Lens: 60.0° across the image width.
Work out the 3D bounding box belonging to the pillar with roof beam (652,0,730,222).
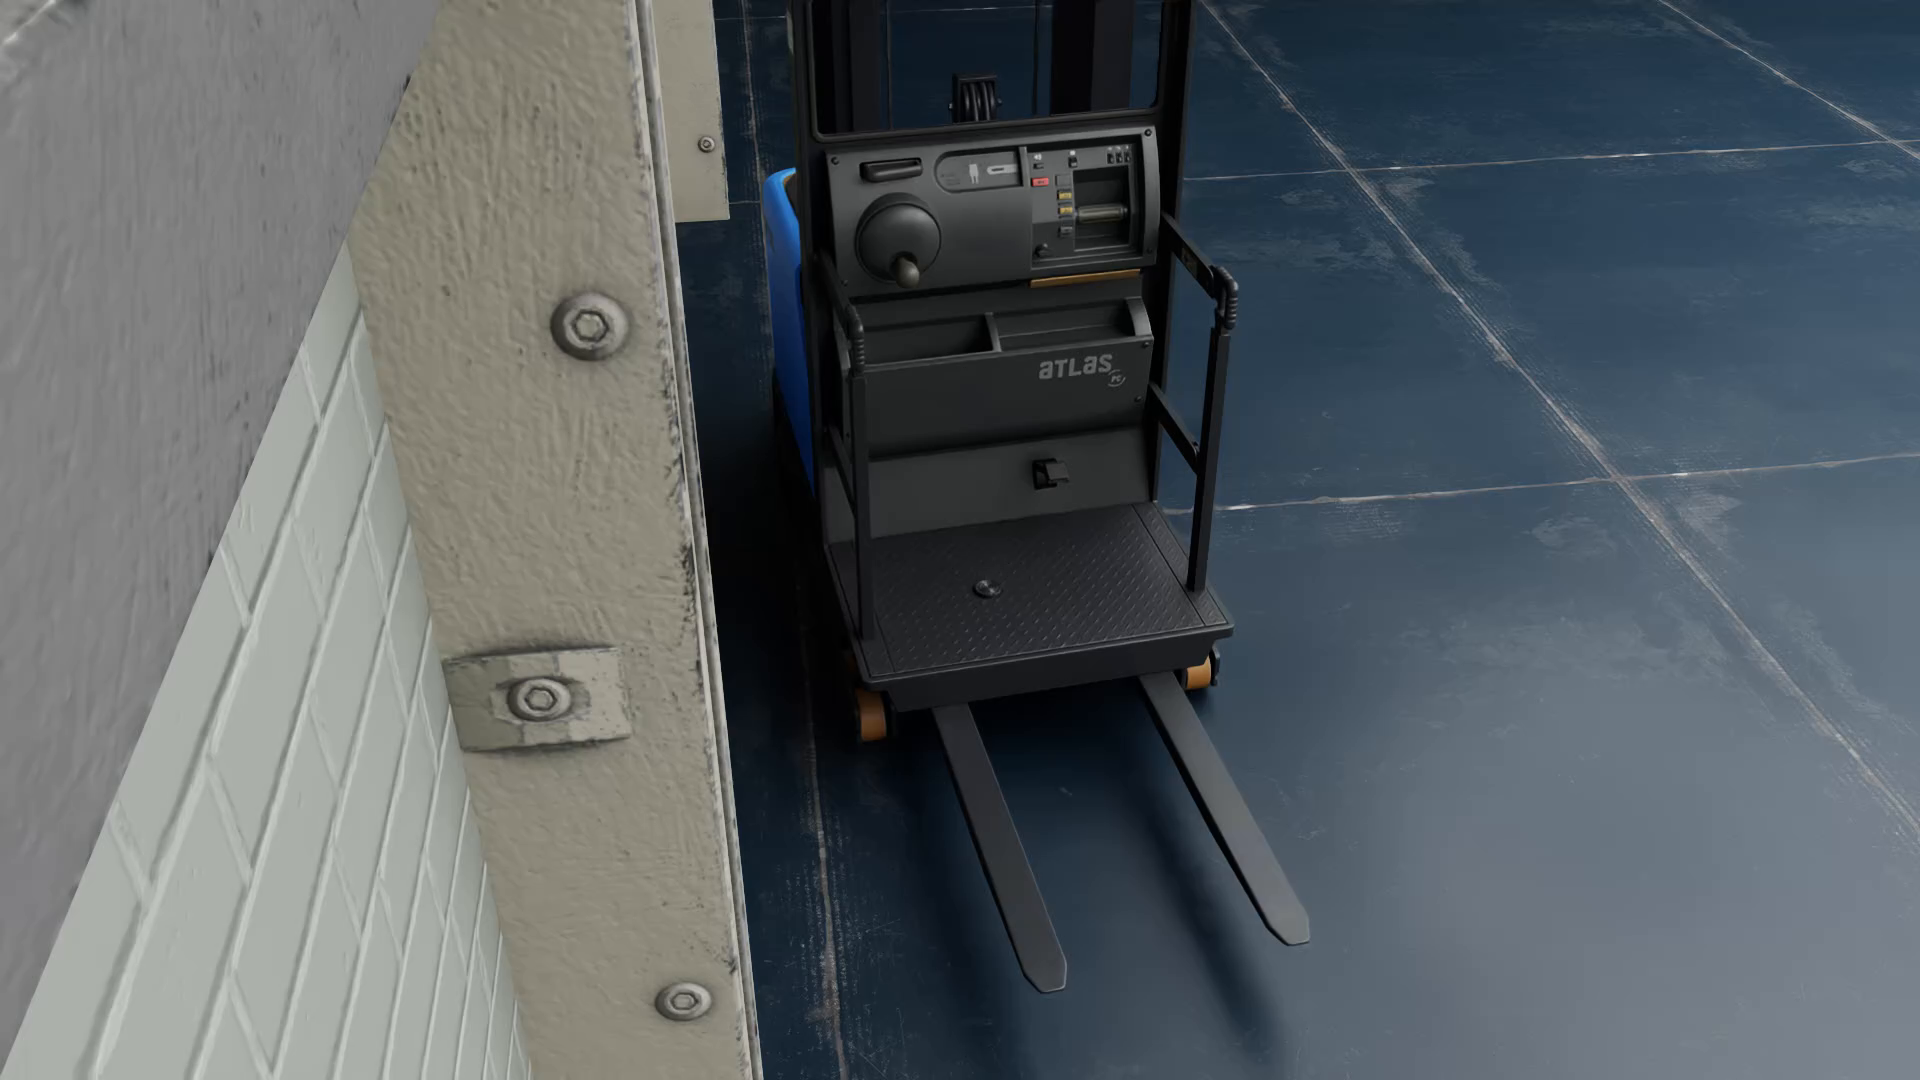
[{"bbox_3d":[2.975,-5.690,6.108,9.100,9.000,0.400,-4,35,-6],"label":"pillar with roof beam"}]

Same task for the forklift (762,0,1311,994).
[{"bbox_3d":[0.153,-0.857,4.405,1.130,2.935,3.031,-8,35,-11],"label":"forklift"}]
